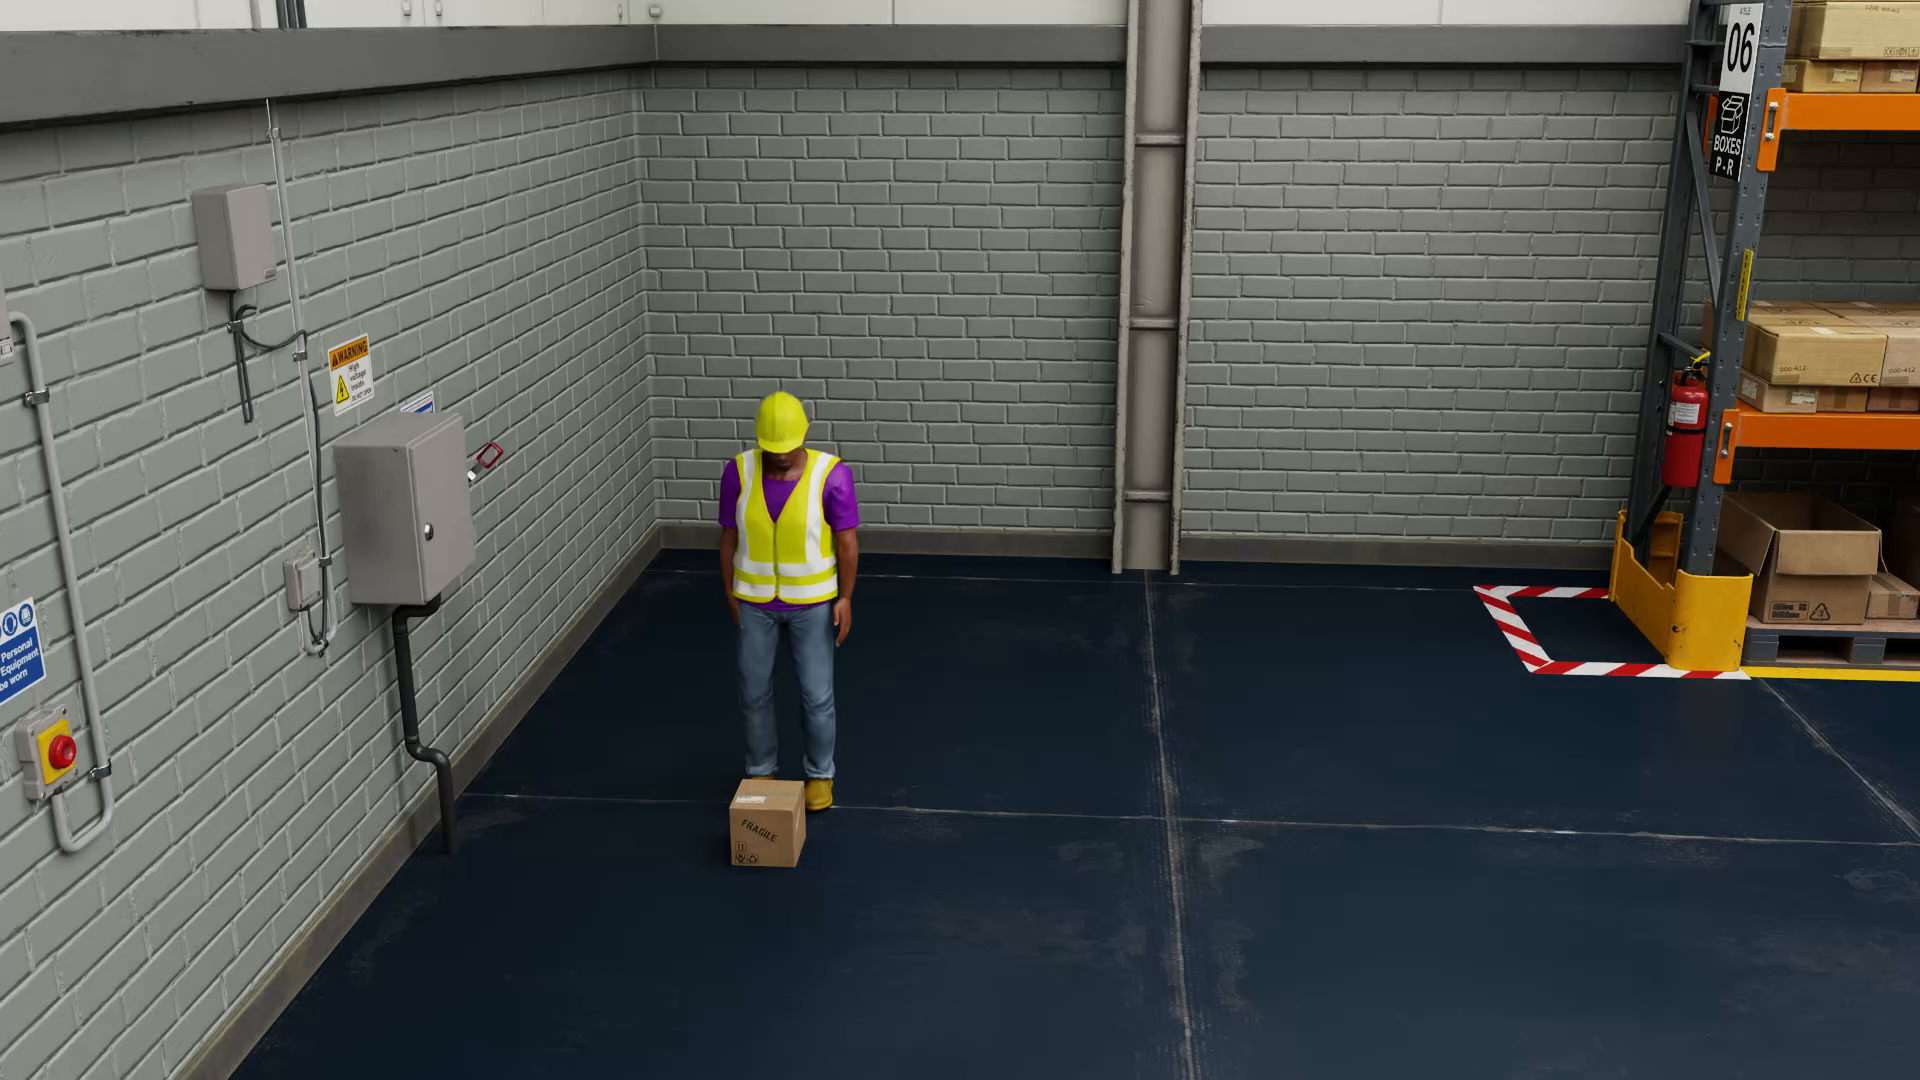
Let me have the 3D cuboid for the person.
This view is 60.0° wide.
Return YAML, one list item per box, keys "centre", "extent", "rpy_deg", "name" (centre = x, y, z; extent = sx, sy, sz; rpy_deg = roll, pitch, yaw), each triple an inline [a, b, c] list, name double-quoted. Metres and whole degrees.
- centre: [-0.694, 0.249, 6.742]
  extent: [0.575, 1.748, 0.390]
  rpy_deg: [2, 17, 5]
  name: "person"
